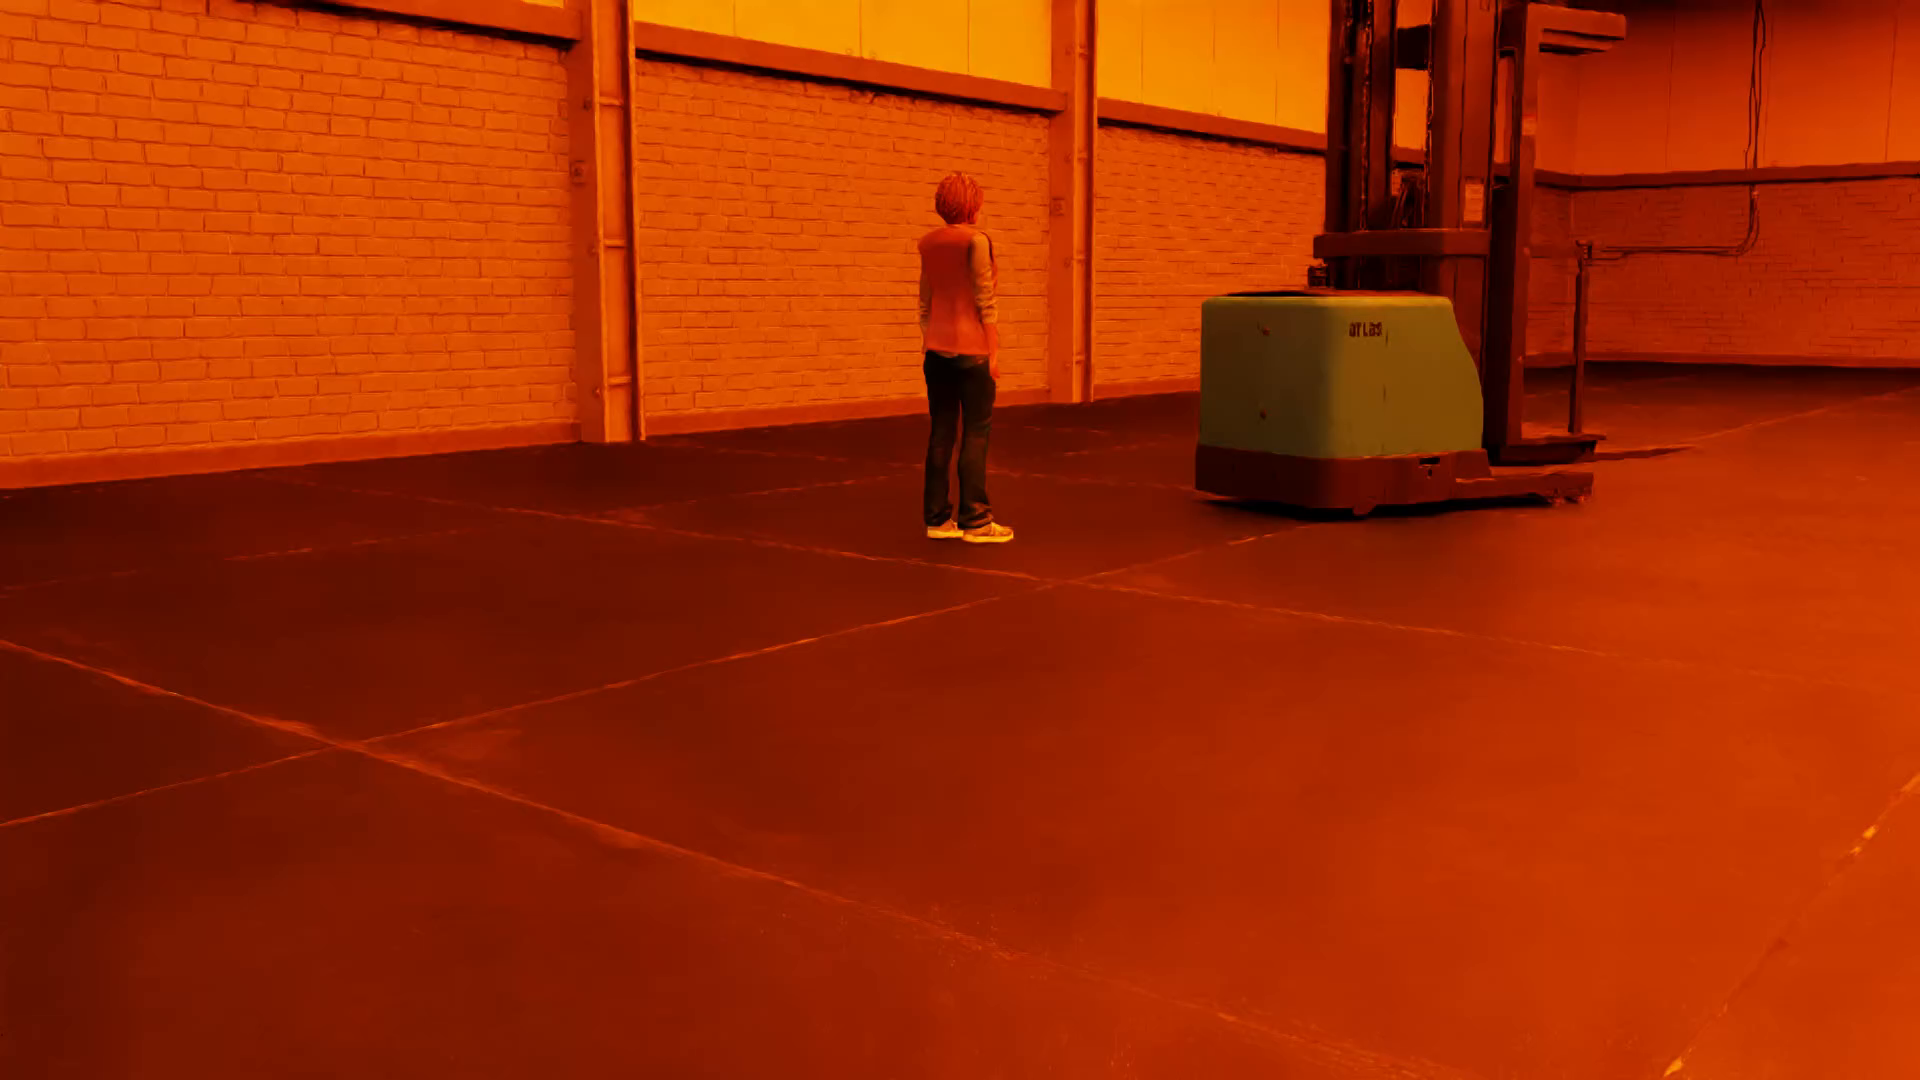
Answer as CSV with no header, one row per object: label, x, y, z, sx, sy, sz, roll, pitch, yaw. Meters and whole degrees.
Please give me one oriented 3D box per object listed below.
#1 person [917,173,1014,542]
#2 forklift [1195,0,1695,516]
person,0.005,-0.779,7.299,0.405,1.576,0.311,7,11,38
forklift,2.761,-1.700,8.897,3.031,2.935,1.130,-5,10,-31
